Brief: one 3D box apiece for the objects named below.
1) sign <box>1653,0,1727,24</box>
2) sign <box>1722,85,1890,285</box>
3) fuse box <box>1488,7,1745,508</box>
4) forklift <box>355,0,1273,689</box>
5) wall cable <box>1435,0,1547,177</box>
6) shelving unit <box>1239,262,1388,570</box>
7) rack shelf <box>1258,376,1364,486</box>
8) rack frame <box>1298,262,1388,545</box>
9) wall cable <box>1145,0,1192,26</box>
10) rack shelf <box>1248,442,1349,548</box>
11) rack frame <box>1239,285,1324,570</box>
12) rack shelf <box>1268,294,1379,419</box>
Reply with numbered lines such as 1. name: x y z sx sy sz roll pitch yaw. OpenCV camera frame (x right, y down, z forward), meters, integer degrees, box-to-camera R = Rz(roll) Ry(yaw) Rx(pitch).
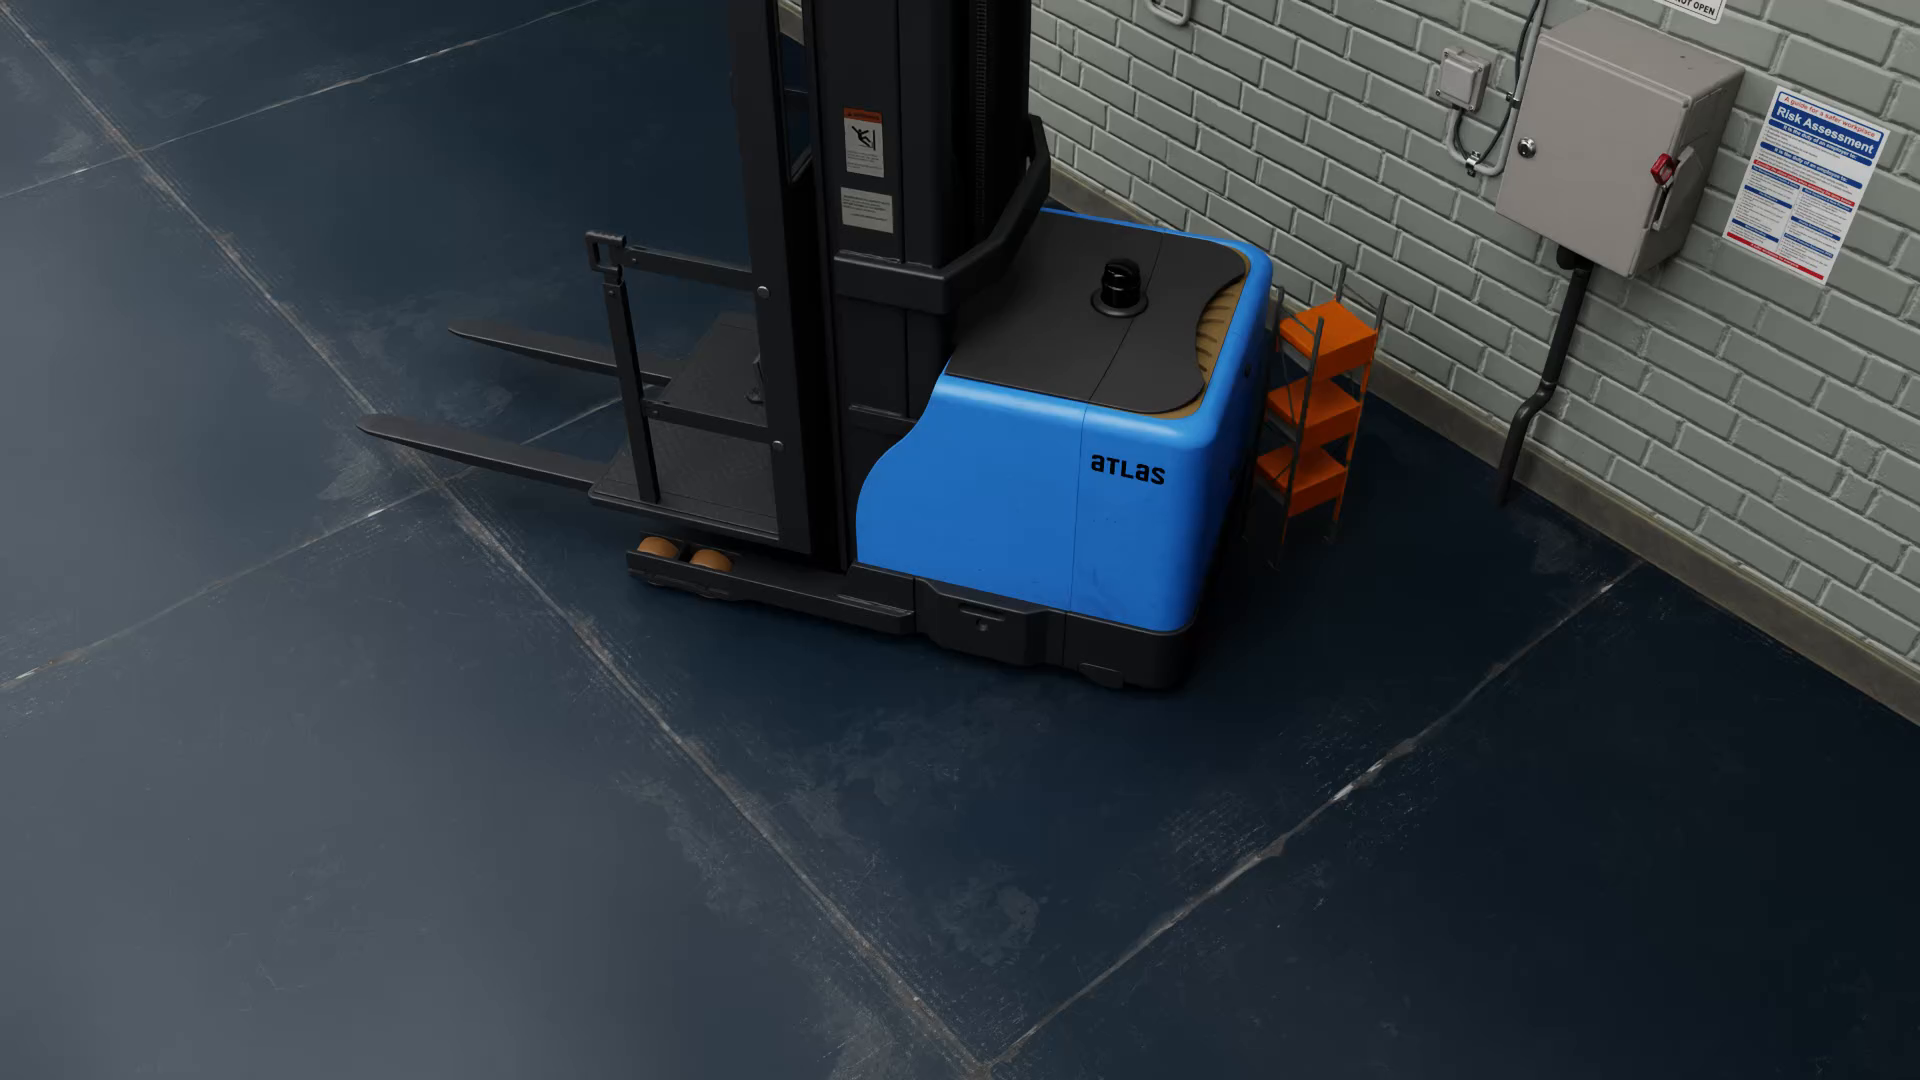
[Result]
1. sign: 2.020 -1.620 4.681 0.001 0.242 0.339 -30 51 -28
2. sign: 2.373 -0.996 4.689 0.001 0.494 0.329 -30 51 -28
3. fuse box: 1.897 -0.729 5.277 0.414 1.711 0.539 -30 51 -28
4. forklift: -0.591 -1.202 4.889 3.031 2.935 1.130 13 45 13
5. wall cable: 1.580 -1.997 4.943 0.122 1.984 0.588 -30 51 -28
6. shelving unit: 1.127 -0.378 5.381 0.252 1.050 0.215 -22 49 -22
7. rack shelf: 1.127 -0.370 5.389 0.240 0.259 0.215 -22 49 -22
8. rack frame: 1.231 -0.421 5.426 0.008 1.050 0.200 -22 49 -22
9. wall cable: 0.661 -2.748 5.720 0.123 1.953 0.585 -30 51 -28
10. rack shelf: 1.126 -0.171 5.582 0.240 0.259 0.215 -22 49 -22
11. rack frame: 1.022 -0.334 5.336 0.008 1.050 0.200 -22 49 -22
12. rack shelf: 1.127 -0.574 5.191 0.240 0.259 0.215 -22 49 -22
